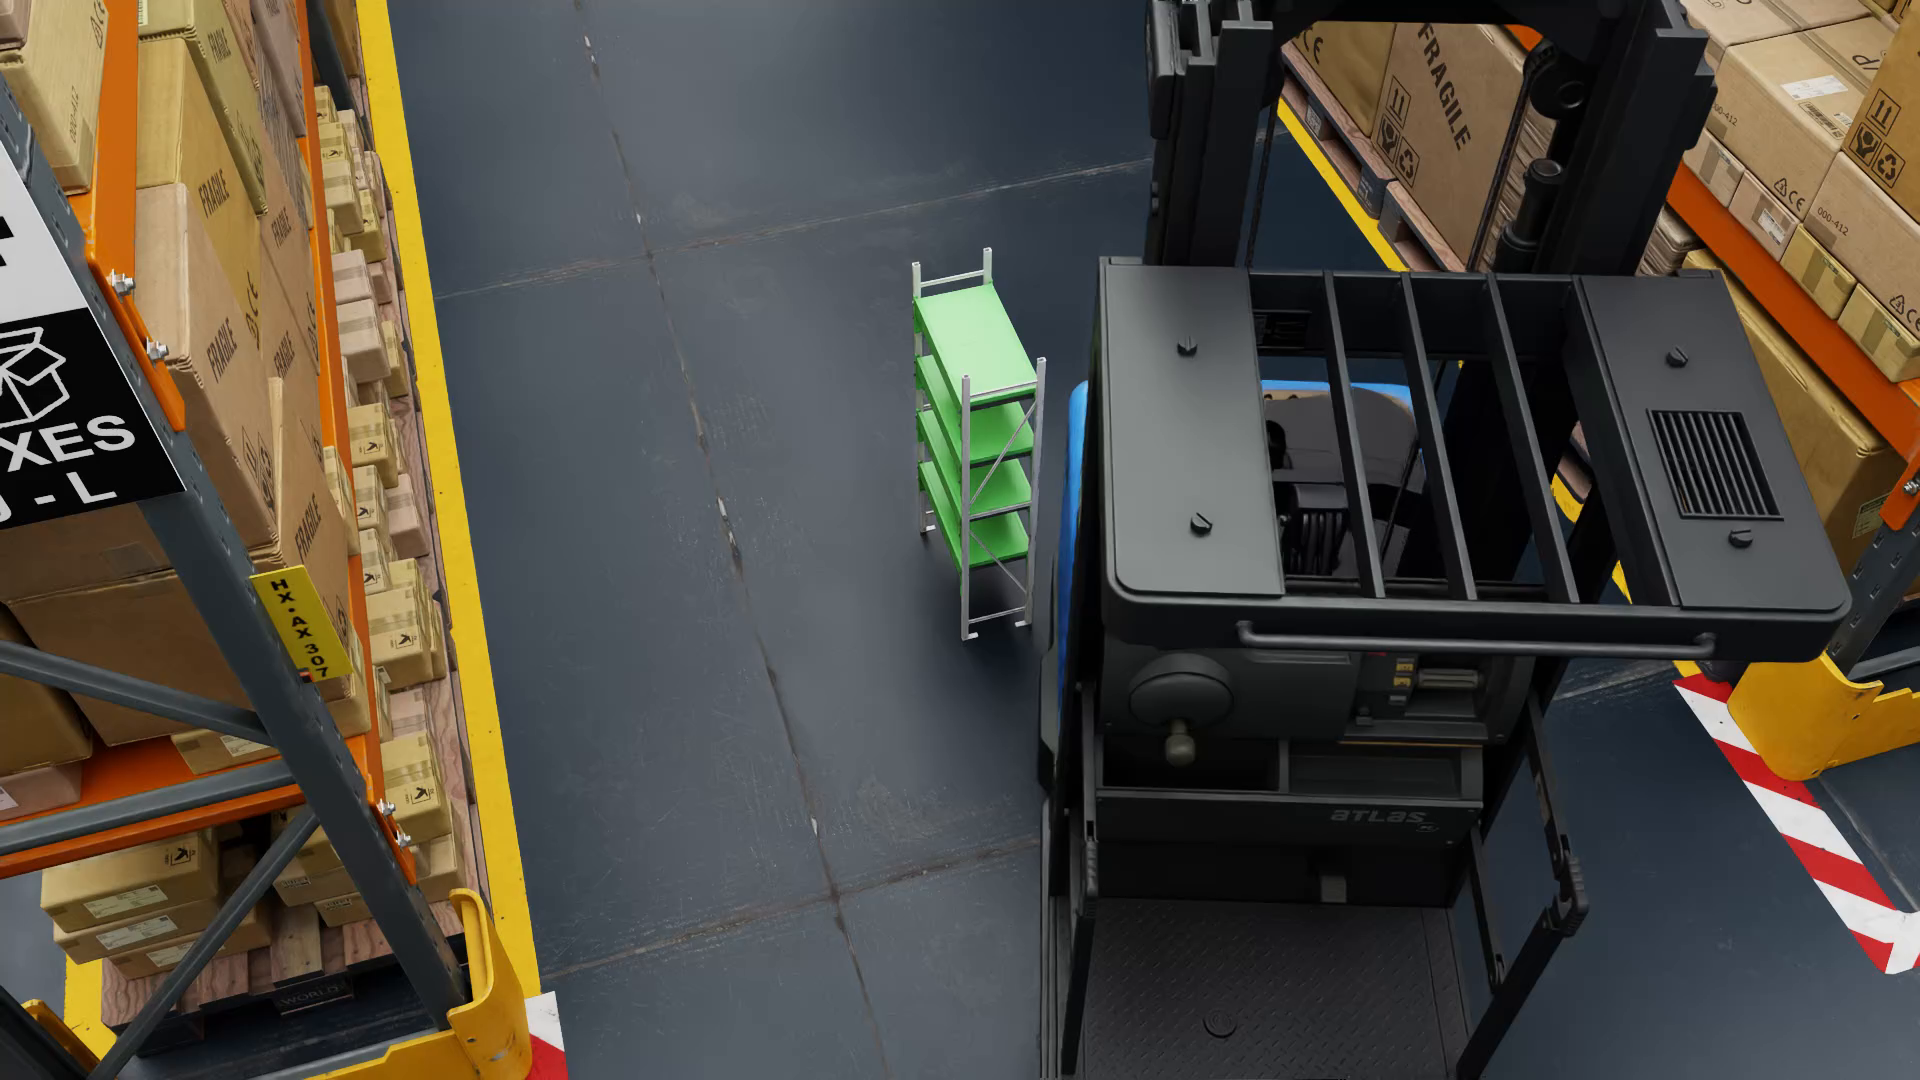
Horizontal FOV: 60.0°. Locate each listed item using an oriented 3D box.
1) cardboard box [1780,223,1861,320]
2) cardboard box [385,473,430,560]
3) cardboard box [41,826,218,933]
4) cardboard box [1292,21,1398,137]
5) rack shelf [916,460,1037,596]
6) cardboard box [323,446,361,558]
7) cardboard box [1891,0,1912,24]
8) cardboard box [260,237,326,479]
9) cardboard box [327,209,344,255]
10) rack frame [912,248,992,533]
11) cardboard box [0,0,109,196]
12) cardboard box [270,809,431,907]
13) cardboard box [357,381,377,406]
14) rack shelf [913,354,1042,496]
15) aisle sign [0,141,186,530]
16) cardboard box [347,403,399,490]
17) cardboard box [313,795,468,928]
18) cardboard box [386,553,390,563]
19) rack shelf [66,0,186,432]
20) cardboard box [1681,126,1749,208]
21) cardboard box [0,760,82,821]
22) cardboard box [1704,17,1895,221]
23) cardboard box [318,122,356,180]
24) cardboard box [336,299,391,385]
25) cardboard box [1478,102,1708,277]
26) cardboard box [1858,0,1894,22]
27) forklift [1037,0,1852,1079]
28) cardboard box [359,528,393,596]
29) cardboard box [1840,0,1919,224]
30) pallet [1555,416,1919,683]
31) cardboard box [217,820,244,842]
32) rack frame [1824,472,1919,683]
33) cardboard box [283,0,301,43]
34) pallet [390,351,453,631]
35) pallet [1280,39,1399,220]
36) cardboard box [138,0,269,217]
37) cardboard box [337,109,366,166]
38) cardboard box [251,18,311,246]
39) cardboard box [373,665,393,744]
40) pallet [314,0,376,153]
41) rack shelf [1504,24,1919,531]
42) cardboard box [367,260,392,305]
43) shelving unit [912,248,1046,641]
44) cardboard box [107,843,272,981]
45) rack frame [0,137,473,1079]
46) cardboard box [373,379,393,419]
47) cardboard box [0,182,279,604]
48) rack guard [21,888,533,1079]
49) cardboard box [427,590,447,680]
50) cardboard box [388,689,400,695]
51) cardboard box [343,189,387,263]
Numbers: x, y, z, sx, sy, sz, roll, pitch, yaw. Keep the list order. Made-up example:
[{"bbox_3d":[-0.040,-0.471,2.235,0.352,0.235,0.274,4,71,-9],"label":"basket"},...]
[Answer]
[{"bbox_3d":[2.531,-0.778,4.609,0.380,0.149,0.250,-13,51,-11],"label":"cardboard box"},{"bbox_3d":[-1.951,-0.039,5.411,0.380,0.149,0.250,-16,52,-13],"label":"cardboard box"},{"bbox_3d":[-2.137,0.826,4.293,0.380,0.149,0.250,-13,51,-11],"label":"cardboard box"},{"bbox_3d":[1.965,-2.356,6.889,0.875,0.875,0.875,-13,51,-11],"label":"cardboard box"},{"bbox_3d":[0.049,-0.070,5.422,0.258,0.148,0.480,-13,51,-11],"label":"rack shelf"},{"bbox_3d":[-1.665,-0.052,3.996,0.380,0.149,0.250,-15,51,-12],"label":"cardboard box"},{"bbox_3d":[2.997,-1.550,4.508,0.500,0.500,0.500,-14,51,-12],"label":"cardboard box"},{"bbox_3d":[-1.790,-0.340,3.815,0.500,0.500,0.500,-13,51,-11],"label":"cardboard box"},{"bbox_3d":[-2.372,-1.000,5.832,0.380,0.149,0.250,-12,51,-10],"label":"cardboard box"},{"bbox_3d":[-0.023,-0.444,5.340,0.240,1.200,0.015,-13,51,-11],"label":"rack frame"},{"bbox_3d":[-1.627,-0.741,2.549,0.500,0.250,0.500,-12,51,-10],"label":"cardboard box"},{"bbox_3d":[-1.648,0.810,4.500,0.380,0.149,0.250,-11,51,-9],"label":"cardboard box"},{"bbox_3d":[-2.202,-0.539,5.637,0.380,0.149,0.250,-16,52,-13],"label":"cardboard box"},{"bbox_3d":[0.049,-0.379,5.055,0.258,0.148,0.480,-13,51,-11],"label":"rack shelf"},{"bbox_3d":[-1.431,-0.289,2.332,0.394,0.787,0.004,-13,51,-11],"label":"aisle sign"},{"bbox_3d":[-1.977,-0.261,5.209,0.380,0.149,0.250,-13,51,-10],"label":"cardboard box"},{"bbox_3d":[-1.588,0.892,4.626,0.380,0.149,0.250,-12,51,-10],"label":"cardboard box"},{"bbox_3d":[-1.974,0.054,5.138,0.380,0.149,0.250,-16,52,-13],"label":"cardboard box"},{"bbox_3d":[-2.330,-1.632,3.673,1.077,0.370,4.000,-13,51,-11],"label":"rack shelf"},{"bbox_3d":[2.385,-1.145,4.918,0.380,0.149,0.250,-13,51,-10],"label":"cardboard box"},{"bbox_3d":[-2.105,0.470,3.556,0.380,0.149,0.250,-13,51,-11],"label":"cardboard box"},{"bbox_3d":[2.483,-1.196,4.700,0.500,0.250,0.500,-14,51,-12],"label":"cardboard box"},{"bbox_3d":[-2.454,-1.388,6.159,0.380,0.149,0.250,-13,51,-11],"label":"cardboard box"},{"bbox_3d":[-2.112,-0.629,5.520,0.380,0.149,0.250,-15,51,-12],"label":"cardboard box"},{"bbox_3d":[2.495,-1.049,5.787,0.875,0.875,0.875,-13,51,-11],"label":"cardboard box"},{"bbox_3d":[2.840,-1.689,5.116,0.500,0.250,0.500,-15,51,-12],"label":"cardboard box"},{"bbox_3d":[0.773,0.412,3.486,1.130,2.935,3.031,1,50,1],"label":"forklift"},{"bbox_3d":[-1.870,0.146,4.866,0.380,0.149,0.250,-16,52,-13],"label":"cardboard box"},{"bbox_3d":[2.634,-1.070,4.103,0.500,0.500,0.500,-13,51,-11],"label":"cardboard box"},{"bbox_3d":[2.718,-0.152,5.740,1.003,0.211,1.213,-13,51,-11],"label":"pallet"},{"bbox_3d":[-2.193,0.727,4.571,0.380,0.149,0.250,-14,51,-12],"label":"cardboard box"},{"bbox_3d":[3.029,-0.484,4.196,1.000,3.000,0.127,-13,51,-11],"label":"rack frame"},{"bbox_3d":[-2.356,-1.817,5.060,0.500,0.500,0.500,-15,51,-12],"label":"cardboard box"},{"bbox_3d":[-2.325,-0.084,5.683,1.003,0.211,1.213,-13,51,-11],"label":"pallet"},{"bbox_3d":[1.997,-1.934,7.242,1.003,0.211,1.213,-13,51,-11],"label":"pallet"},{"bbox_3d":[-1.906,-1.027,3.740,0.500,0.500,0.500,-14,51,-12],"label":"cardboard box"},{"bbox_3d":[-2.525,-1.512,6.458,0.380,0.149,0.250,-12,51,-10],"label":"cardboard box"},{"bbox_3d":[-2.080,-1.072,4.432,0.500,0.500,0.500,-15,51,-12],"label":"cardboard box"},{"bbox_3d":[-1.766,0.521,4.549,0.380,0.149,0.250,-12,51,-10],"label":"cardboard box"},{"bbox_3d":[-3.153,-2.028,7.321,1.003,0.211,1.213,-13,51,-11],"label":"pallet"},{"bbox_3d":[2.438,-1.713,5.703,1.077,0.370,4.000,-13,51,-11],"label":"rack shelf"},{"bbox_3d":[-2.343,-0.978,6.203,0.380,0.149,0.250,-15,51,-12],"label":"cardboard box"},{"bbox_3d":[0.049,-0.266,5.189,0.258,1.200,0.503,-13,51,-11],"label":"shelving unit"},{"bbox_3d":[-2.094,1.010,4.527,0.380,0.149,0.250,-13,51,-10],"label":"cardboard box"},{"bbox_3d":[-1.739,0.563,3.313,1.000,3.000,0.127,-13,51,-11],"label":"rack frame"},{"bbox_3d":[-2.161,-0.404,5.718,0.380,0.149,0.250,-12,51,-10],"label":"cardboard box"},{"bbox_3d":[-1.618,-0.275,3.106,0.500,0.500,0.500,-14,51,-11],"label":"cardboard box"},{"bbox_3d":[-1.761,1.313,4.316,1.175,0.500,0.348,-13,51,-11],"label":"rack guard"},{"bbox_3d":[-1.794,0.328,5.102,0.380,0.149,0.250,-13,51,-11],"label":"cardboard box"},{"bbox_3d":[-1.832,0.439,4.814,0.380,0.149,0.250,-13,51,-11],"label":"cardboard box"},{"bbox_3d":[-2.337,-1.126,6.133,0.380,0.149,0.250,-15,51,-12],"label":"cardboard box"}]
